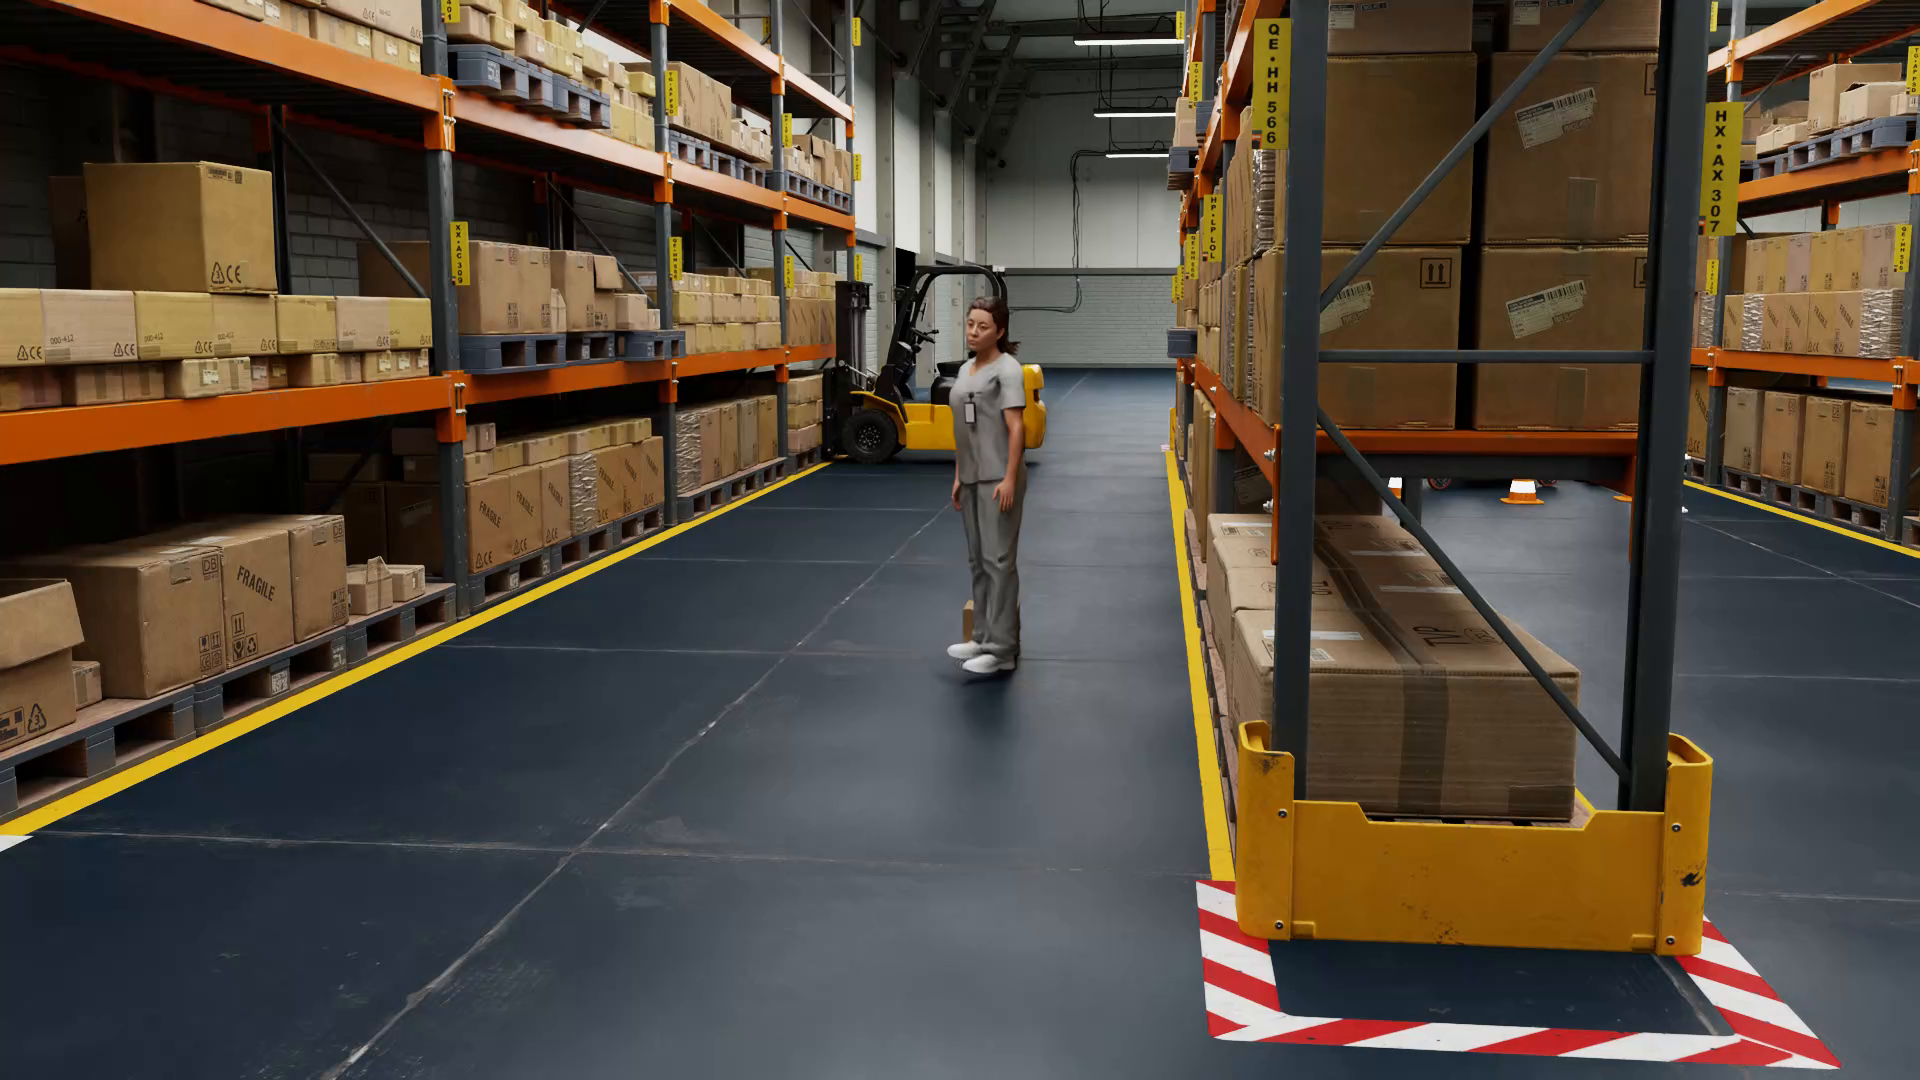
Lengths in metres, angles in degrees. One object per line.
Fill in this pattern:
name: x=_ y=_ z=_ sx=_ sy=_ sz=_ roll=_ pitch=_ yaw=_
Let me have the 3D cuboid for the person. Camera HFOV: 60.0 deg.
person: x=0.105 y=-0.251 z=7.489 sx=0.428 sy=1.671 sz=0.526 roll=-5 pitch=9 yaw=-31
